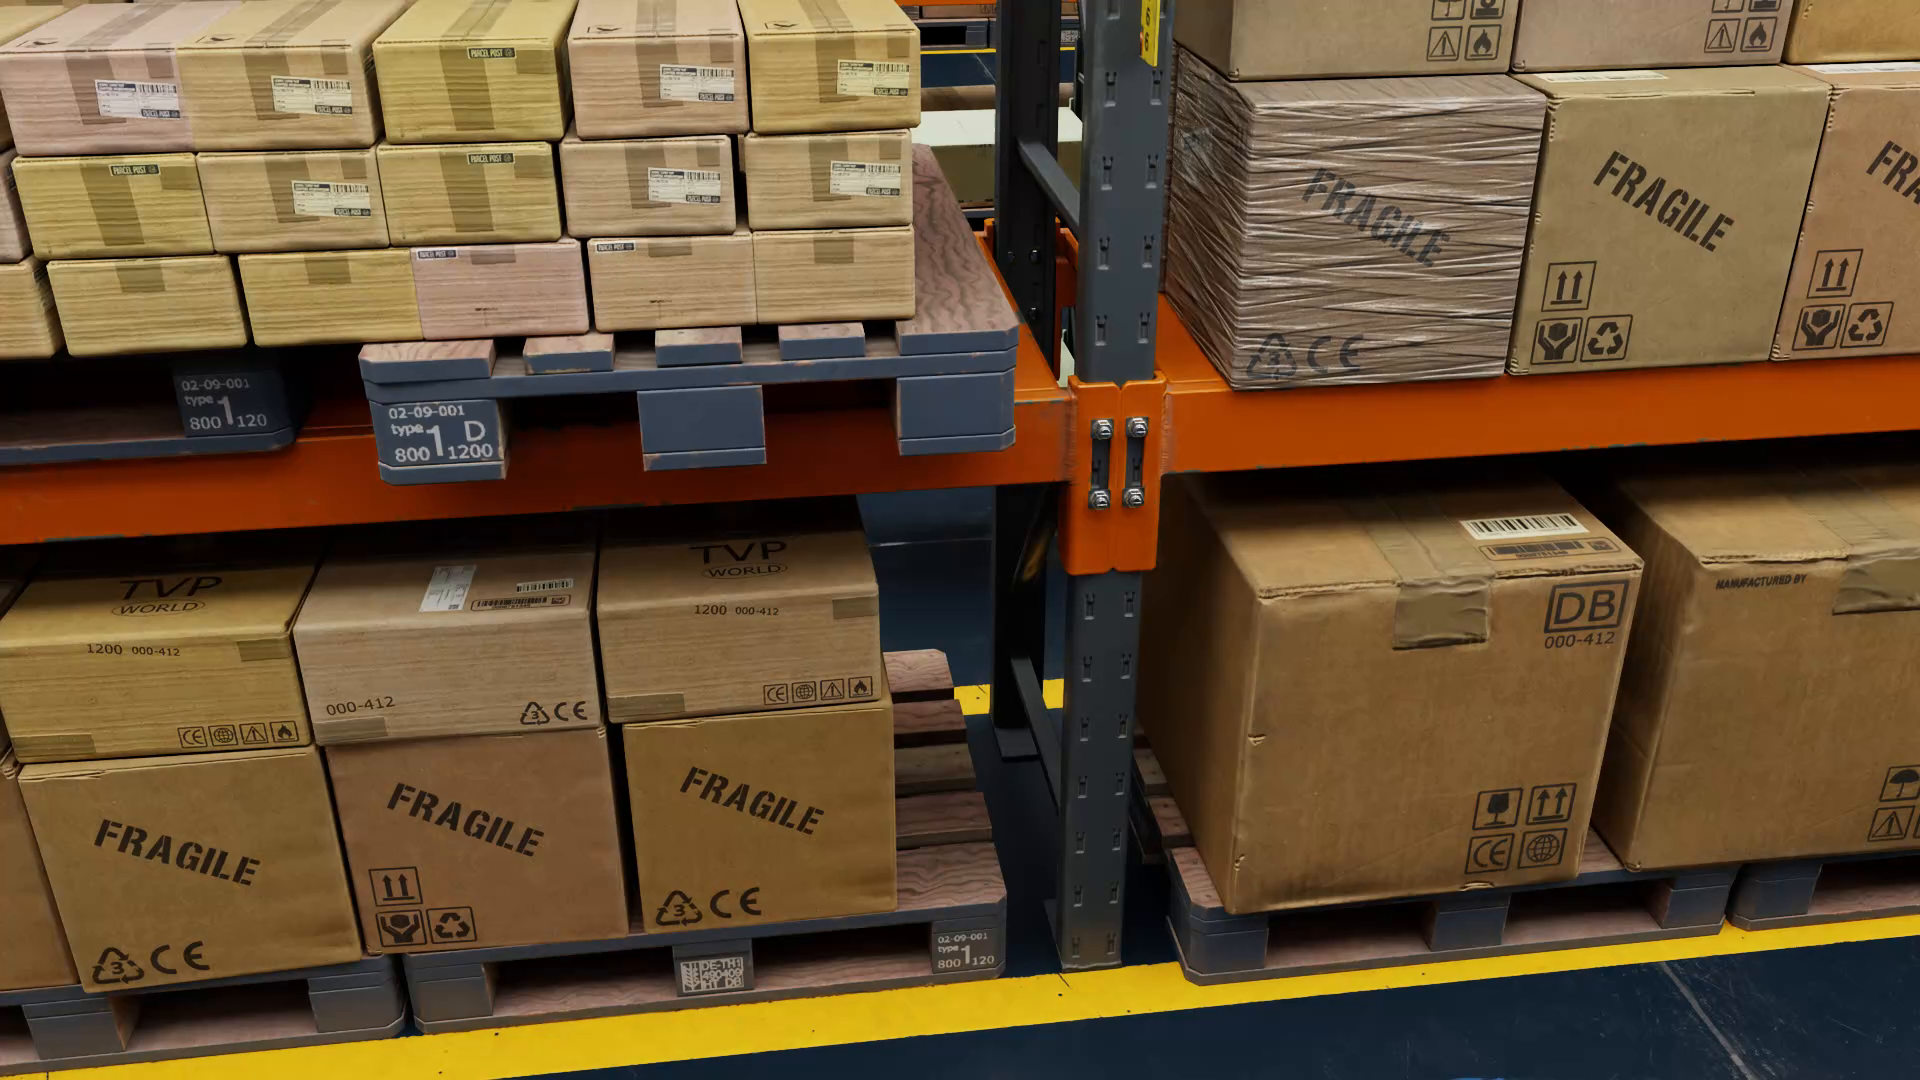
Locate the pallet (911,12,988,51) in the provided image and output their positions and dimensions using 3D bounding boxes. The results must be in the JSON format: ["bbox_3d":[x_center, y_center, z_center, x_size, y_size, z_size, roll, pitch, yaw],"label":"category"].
[{"bbox_3d":[-0.457,-3.925,12.669,1.213,0.211,1.003,-4,27,-7],"label":"pallet"}]

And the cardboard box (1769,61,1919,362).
[{"bbox_3d":[1.692,-0.673,3.166,0.500,0.500,0.500,-4,27,-7],"label":"cardboard box"}]

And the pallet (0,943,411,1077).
[{"bbox_3d":[-1.772,0.710,3.636,1.213,0.211,1.003,-4,27,-7],"label":"pallet"}]

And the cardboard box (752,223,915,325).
[{"bbox_3d":[-0.217,-0.492,2.739,0.250,0.149,0.380,-3,27,-6],"label":"cardboard box"}]

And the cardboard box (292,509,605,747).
[{"bbox_3d":[-0.932,0.134,3.159,0.500,0.250,0.500,-3,27,-6],"label":"cardboard box"}]

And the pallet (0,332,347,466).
[{"bbox_3d":[-1.747,-0.427,3.006,1.213,0.211,1.003,-4,27,-7],"label":"pallet"}]

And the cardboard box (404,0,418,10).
[{"bbox_3d":[-1.049,-1.006,3.088,0.250,0.149,0.380,-5,28,-9],"label":"cardboard box"}]

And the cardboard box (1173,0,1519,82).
[{"bbox_3d":[0.653,-1.170,3.039,0.500,0.500,0.700,-4,27,-7],"label":"cardboard box"}]

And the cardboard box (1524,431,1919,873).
[{"bbox_3d":[1.688,0.103,3.769,0.750,0.750,1.050,-3,27,-6],"label":"cardboard box"}]

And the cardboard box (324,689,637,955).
[{"bbox_3d":[-0.922,0.460,3.345,0.500,0.500,0.500,-3,27,-5],"label":"cardboard box"}]

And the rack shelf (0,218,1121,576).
[{"bbox_3d":[-1.773,-0.209,3.160,4.000,0.370,1.077,-4,27,-7],"label":"rack shelf"}]

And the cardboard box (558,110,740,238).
[{"bbox_3d":[-0.482,-0.609,2.640,0.250,0.149,0.380,-3,27,-5],"label":"cardboard box"}]

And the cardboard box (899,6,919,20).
[{"bbox_3d":[-0.658,-4.295,12.476,0.625,0.625,0.875,-3,27,-5],"label":"cardboard box"}]

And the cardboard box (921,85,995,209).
[{"bbox_3d":[-0.021,-1.937,8.157,0.625,0.372,0.950,-5,28,-11],"label":"cardboard box"}]

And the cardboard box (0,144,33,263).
[{"bbox_3d":[-1.495,-0.543,2.513,0.250,0.149,0.380,-3,27,-6],"label":"cardboard box"}]

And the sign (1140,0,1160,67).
[{"bbox_3d":[0.292,-0.891,2.520,0.005,0.325,0.100,-4,27,-7],"label":"sign"}]

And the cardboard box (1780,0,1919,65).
[{"bbox_3d":[1.662,-1.236,3.168,0.500,0.500,0.700,-4,27,-8],"label":"cardboard box"}]

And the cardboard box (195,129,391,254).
[{"bbox_3d":[-0.990,-0.575,2.574,0.250,0.149,0.380,-4,27,-7],"label":"cardboard box"}]

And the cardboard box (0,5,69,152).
[{"bbox_3d":[-1.495,-0.676,2.446,0.250,0.149,0.380,-2,27,-5],"label":"cardboard box"}]

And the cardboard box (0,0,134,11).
[{"bbox_3d":[-1.579,-0.970,3.018,0.250,0.149,0.380,-3,27,-6],"label":"cardboard box"}]

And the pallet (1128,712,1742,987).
[{"bbox_3d":[0.999,0.568,3.911,1.213,0.211,1.003,-4,27,-7],"label":"pallet"}]

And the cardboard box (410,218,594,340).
[{"bbox_3d":[-0.718,-0.461,2.677,0.250,0.149,0.380,-3,27,-6],"label":"cardboard box"}]

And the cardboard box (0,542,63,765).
[{"bbox_3d":[-1.952,0.197,3.037,0.500,0.250,0.500,-3,27,-5],"label":"cardboard box"}]

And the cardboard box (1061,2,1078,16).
[{"bbox_3d":[0.655,-4.383,12.648,0.625,0.625,0.875,-5,28,-9],"label":"cardboard box"}]

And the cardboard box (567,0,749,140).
[{"bbox_3d":[-0.463,-0.743,2.575,0.250,0.149,0.380,-4,27,-8],"label":"cardboard box"}]

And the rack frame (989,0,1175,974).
[{"bbox_3d":[0.207,-0.656,3.243,0.127,3.000,1.000,-4,27,-7],"label":"rack frame"}]

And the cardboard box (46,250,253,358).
[{"bbox_3d":[-1.231,-0.429,2.615,0.250,0.149,0.380,-5,28,-9],"label":"cardboard box"}]

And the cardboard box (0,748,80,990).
[{"bbox_3d":[-1.944,0.523,3.224,0.500,0.500,0.500,-3,27,-6],"label":"cardboard box"}]

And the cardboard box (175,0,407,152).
[{"bbox_3d":[-0.986,-0.707,2.506,0.250,0.149,0.380,-3,27,-6],"label":"cardboard box"}]

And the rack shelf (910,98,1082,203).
[{"bbox_3d":[0.007,-1.015,4.730,0.720,0.370,0.431,-4,27,-7],"label":"rack shelf"}]

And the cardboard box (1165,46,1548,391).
[{"bbox_3d":[0.690,-0.607,3.038,0.500,0.500,0.500,-3,27,-7],"label":"cardboard box"}]

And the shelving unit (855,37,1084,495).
[{"bbox_3d":[0.007,-0.668,4.908,0.755,1.500,0.431,-4,27,-7],"label":"shelving unit"}]
